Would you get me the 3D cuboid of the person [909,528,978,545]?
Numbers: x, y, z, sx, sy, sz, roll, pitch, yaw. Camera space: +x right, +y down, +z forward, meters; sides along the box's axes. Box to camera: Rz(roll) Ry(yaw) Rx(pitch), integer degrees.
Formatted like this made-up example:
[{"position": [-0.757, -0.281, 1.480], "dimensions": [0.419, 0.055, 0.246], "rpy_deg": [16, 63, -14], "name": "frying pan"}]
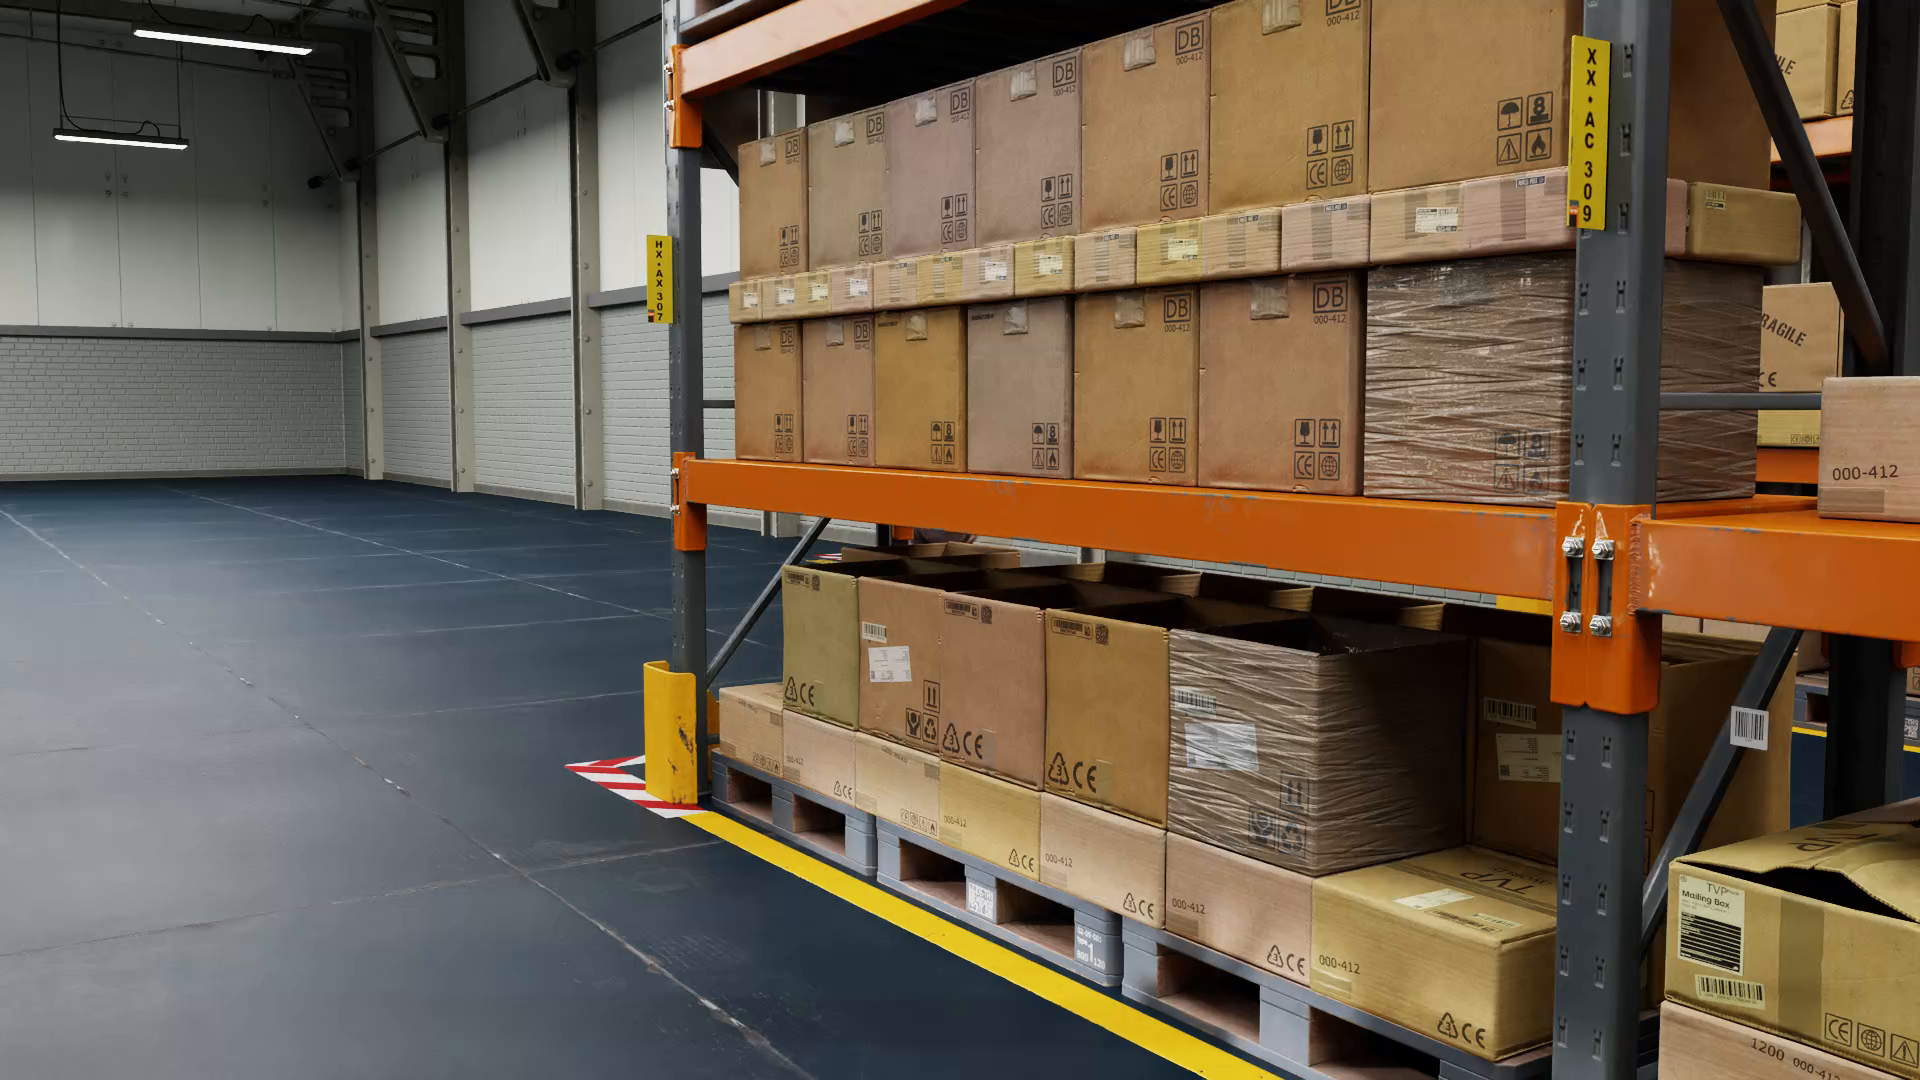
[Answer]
[{"position": [-0.125, -0.115, 9.390], "dimensions": [0.423, 1.720, 0.586], "rpy_deg": [-3, 6, -37], "name": "person"}]
